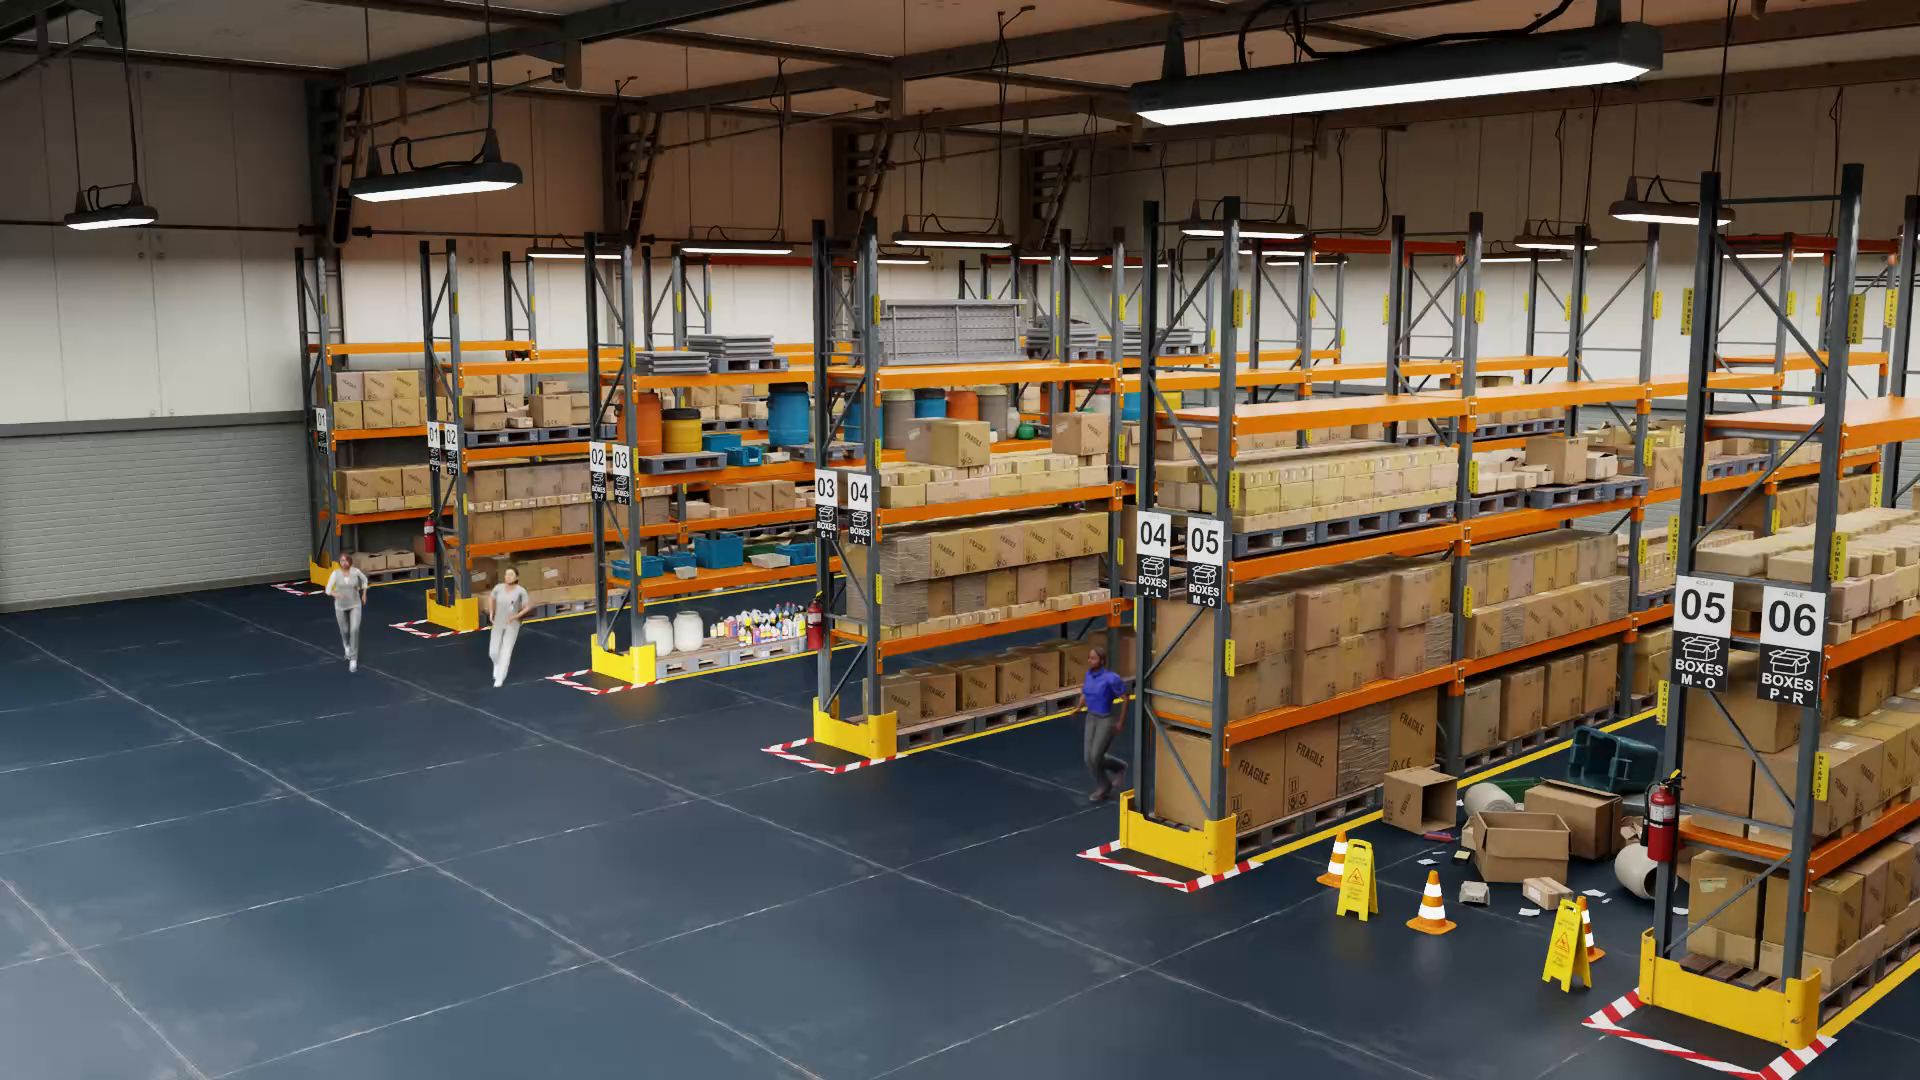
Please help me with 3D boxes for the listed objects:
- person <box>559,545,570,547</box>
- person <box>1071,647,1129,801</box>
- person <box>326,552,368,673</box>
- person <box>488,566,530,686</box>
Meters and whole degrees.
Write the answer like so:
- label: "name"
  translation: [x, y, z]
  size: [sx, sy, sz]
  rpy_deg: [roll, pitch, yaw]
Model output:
- label: "person"
  translation: [-6.995, 0.042, 29.291]
  size: [0.634, 1.664, 0.967]
  rpy_deg: [7, 11, 39]
- label: "person"
  translation: [1.445, 1.887, 17.084]
  size: [0.609, 1.614, 0.576]
  rpy_deg: [-7, 11, -40]
- label: "person"
  translation: [-8.548, 1.020, 23.237]
  size: [0.554, 1.533, 0.828]
  rpy_deg: [-3, 9, -18]
- label: "person"
  translation: [-6.002, 1.138, 22.136]
  size: [0.565, 1.616, 0.536]
  rpy_deg: [0, 8, -2]
